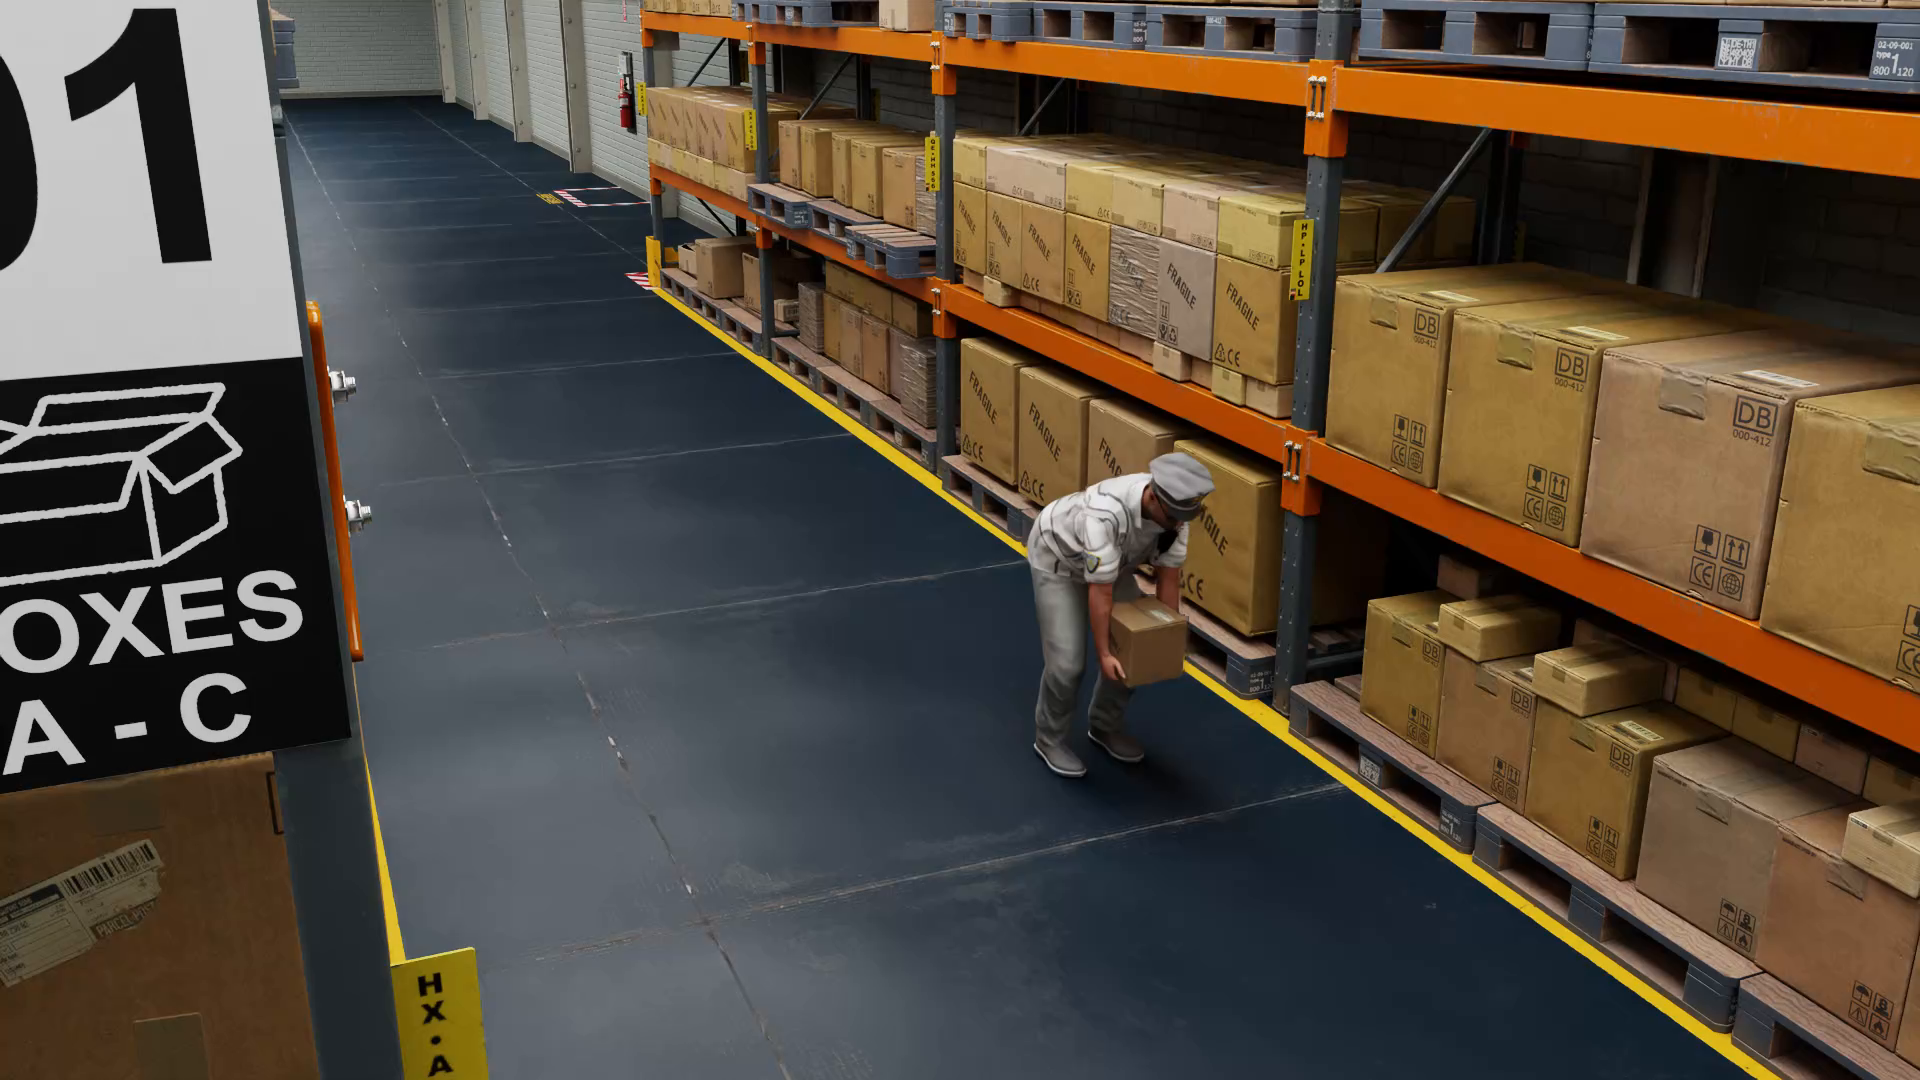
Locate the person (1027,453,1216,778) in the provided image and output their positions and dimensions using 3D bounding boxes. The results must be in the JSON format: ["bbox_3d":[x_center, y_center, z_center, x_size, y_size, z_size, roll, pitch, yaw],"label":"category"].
[{"bbox_3d":[0.636,0.292,6.678,0.485,1.445,0.932,-11,21,-29],"label":"person"}]
